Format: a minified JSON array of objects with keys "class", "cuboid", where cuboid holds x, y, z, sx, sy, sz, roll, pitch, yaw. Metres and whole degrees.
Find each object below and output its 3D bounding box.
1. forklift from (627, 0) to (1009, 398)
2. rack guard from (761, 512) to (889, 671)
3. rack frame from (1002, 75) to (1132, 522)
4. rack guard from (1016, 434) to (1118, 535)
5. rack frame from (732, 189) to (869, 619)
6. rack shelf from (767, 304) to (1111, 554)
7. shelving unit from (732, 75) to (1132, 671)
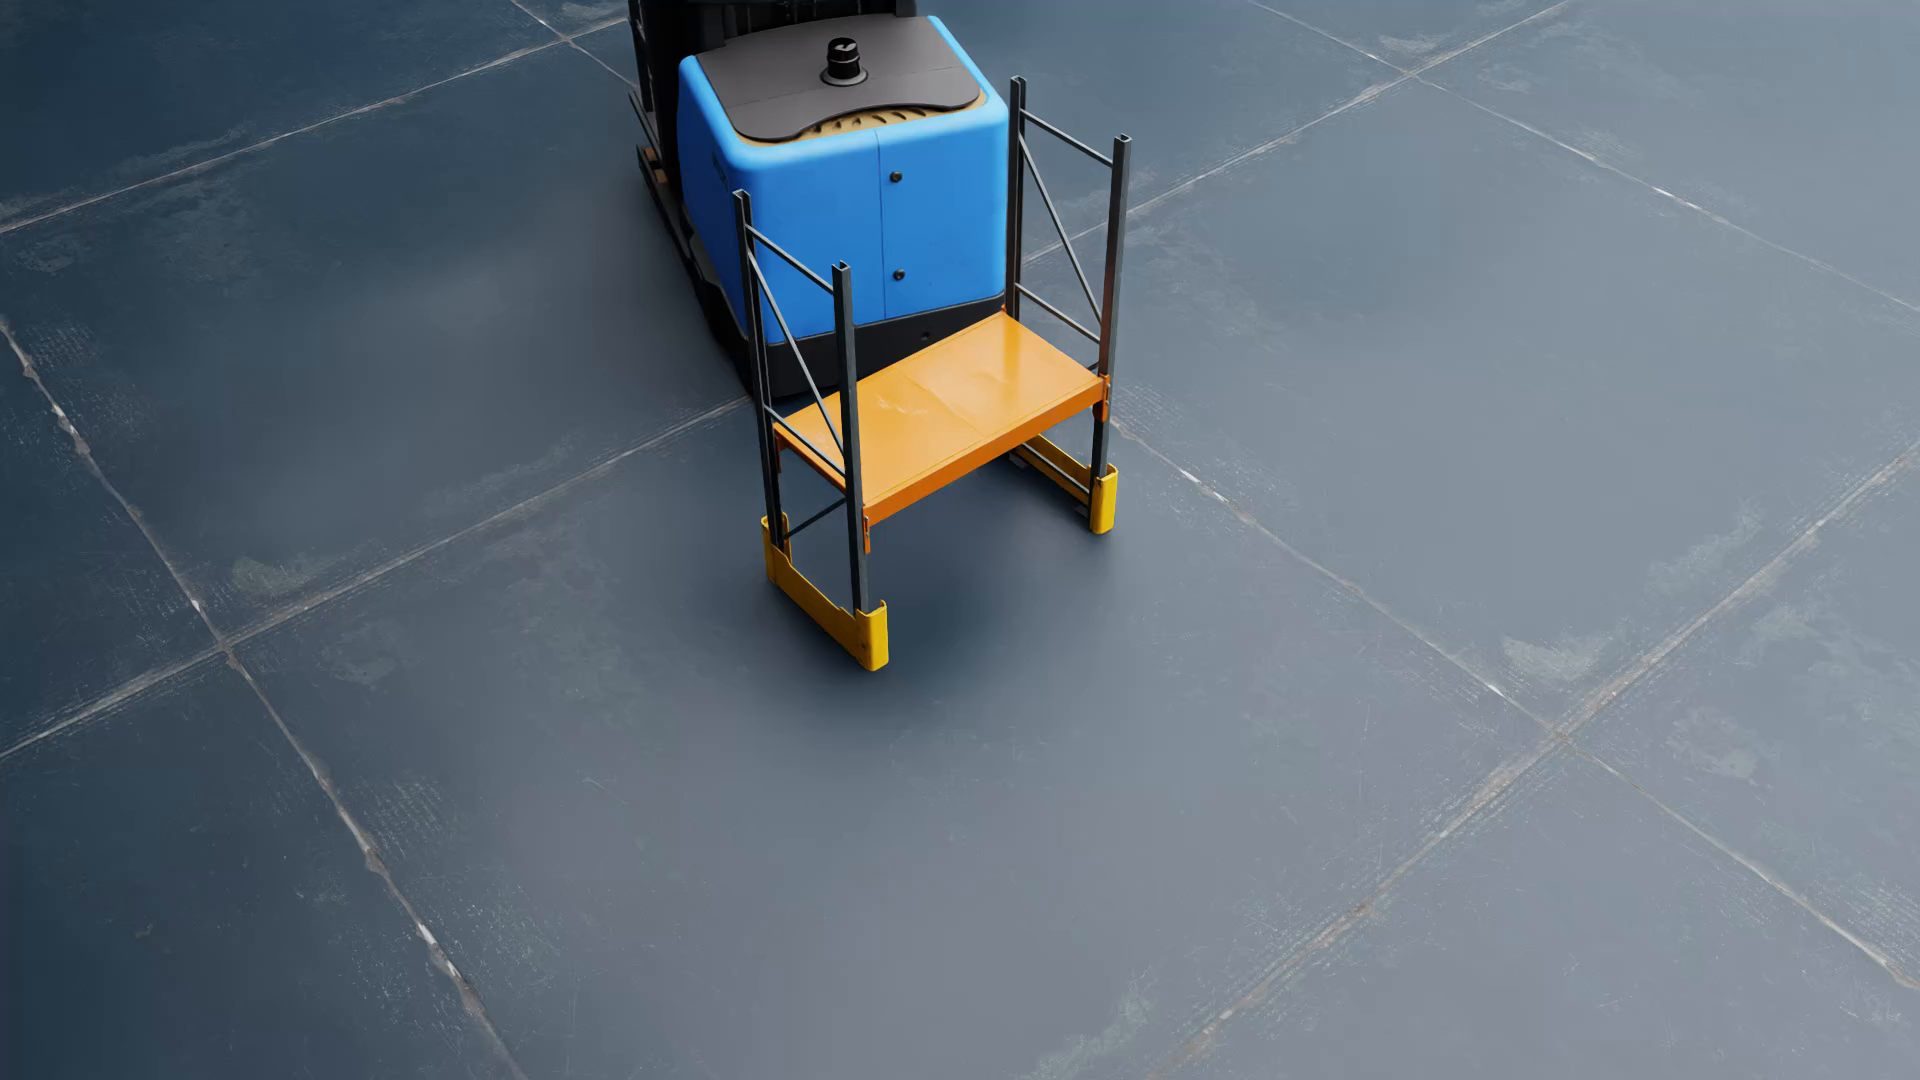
[{"class":"forklift","cuboid":[-0.795,-2.623,6.401,1.130,2.935,3.031,-14,45,-15]},{"class":"rack guard","cuboid":[-0.440,0.161,5.396,0.087,0.250,0.587,-30,51,-28]},{"class":"rack frame","cuboid":[0.324,-0.733,5.434,0.032,1.500,0.500,-30,51,-28]},{"class":"rack guard","cuboid":[0.324,-0.276,5.862,0.087,0.250,0.587,-30,51,-28]},{"class":"rack frame","cuboid":[-0.455,-0.286,4.959,0.032,1.500,0.500,-30,51,-28]},{"class":"rack shelf","cuboid":[-0.065,-0.378,5.320,1.000,0.185,0.538,-30,51,-28]},{"class":"shelving unit","cuboid":[-0.058,-0.513,5.201,1.083,1.500,0.587,-30,51,-28]}]
